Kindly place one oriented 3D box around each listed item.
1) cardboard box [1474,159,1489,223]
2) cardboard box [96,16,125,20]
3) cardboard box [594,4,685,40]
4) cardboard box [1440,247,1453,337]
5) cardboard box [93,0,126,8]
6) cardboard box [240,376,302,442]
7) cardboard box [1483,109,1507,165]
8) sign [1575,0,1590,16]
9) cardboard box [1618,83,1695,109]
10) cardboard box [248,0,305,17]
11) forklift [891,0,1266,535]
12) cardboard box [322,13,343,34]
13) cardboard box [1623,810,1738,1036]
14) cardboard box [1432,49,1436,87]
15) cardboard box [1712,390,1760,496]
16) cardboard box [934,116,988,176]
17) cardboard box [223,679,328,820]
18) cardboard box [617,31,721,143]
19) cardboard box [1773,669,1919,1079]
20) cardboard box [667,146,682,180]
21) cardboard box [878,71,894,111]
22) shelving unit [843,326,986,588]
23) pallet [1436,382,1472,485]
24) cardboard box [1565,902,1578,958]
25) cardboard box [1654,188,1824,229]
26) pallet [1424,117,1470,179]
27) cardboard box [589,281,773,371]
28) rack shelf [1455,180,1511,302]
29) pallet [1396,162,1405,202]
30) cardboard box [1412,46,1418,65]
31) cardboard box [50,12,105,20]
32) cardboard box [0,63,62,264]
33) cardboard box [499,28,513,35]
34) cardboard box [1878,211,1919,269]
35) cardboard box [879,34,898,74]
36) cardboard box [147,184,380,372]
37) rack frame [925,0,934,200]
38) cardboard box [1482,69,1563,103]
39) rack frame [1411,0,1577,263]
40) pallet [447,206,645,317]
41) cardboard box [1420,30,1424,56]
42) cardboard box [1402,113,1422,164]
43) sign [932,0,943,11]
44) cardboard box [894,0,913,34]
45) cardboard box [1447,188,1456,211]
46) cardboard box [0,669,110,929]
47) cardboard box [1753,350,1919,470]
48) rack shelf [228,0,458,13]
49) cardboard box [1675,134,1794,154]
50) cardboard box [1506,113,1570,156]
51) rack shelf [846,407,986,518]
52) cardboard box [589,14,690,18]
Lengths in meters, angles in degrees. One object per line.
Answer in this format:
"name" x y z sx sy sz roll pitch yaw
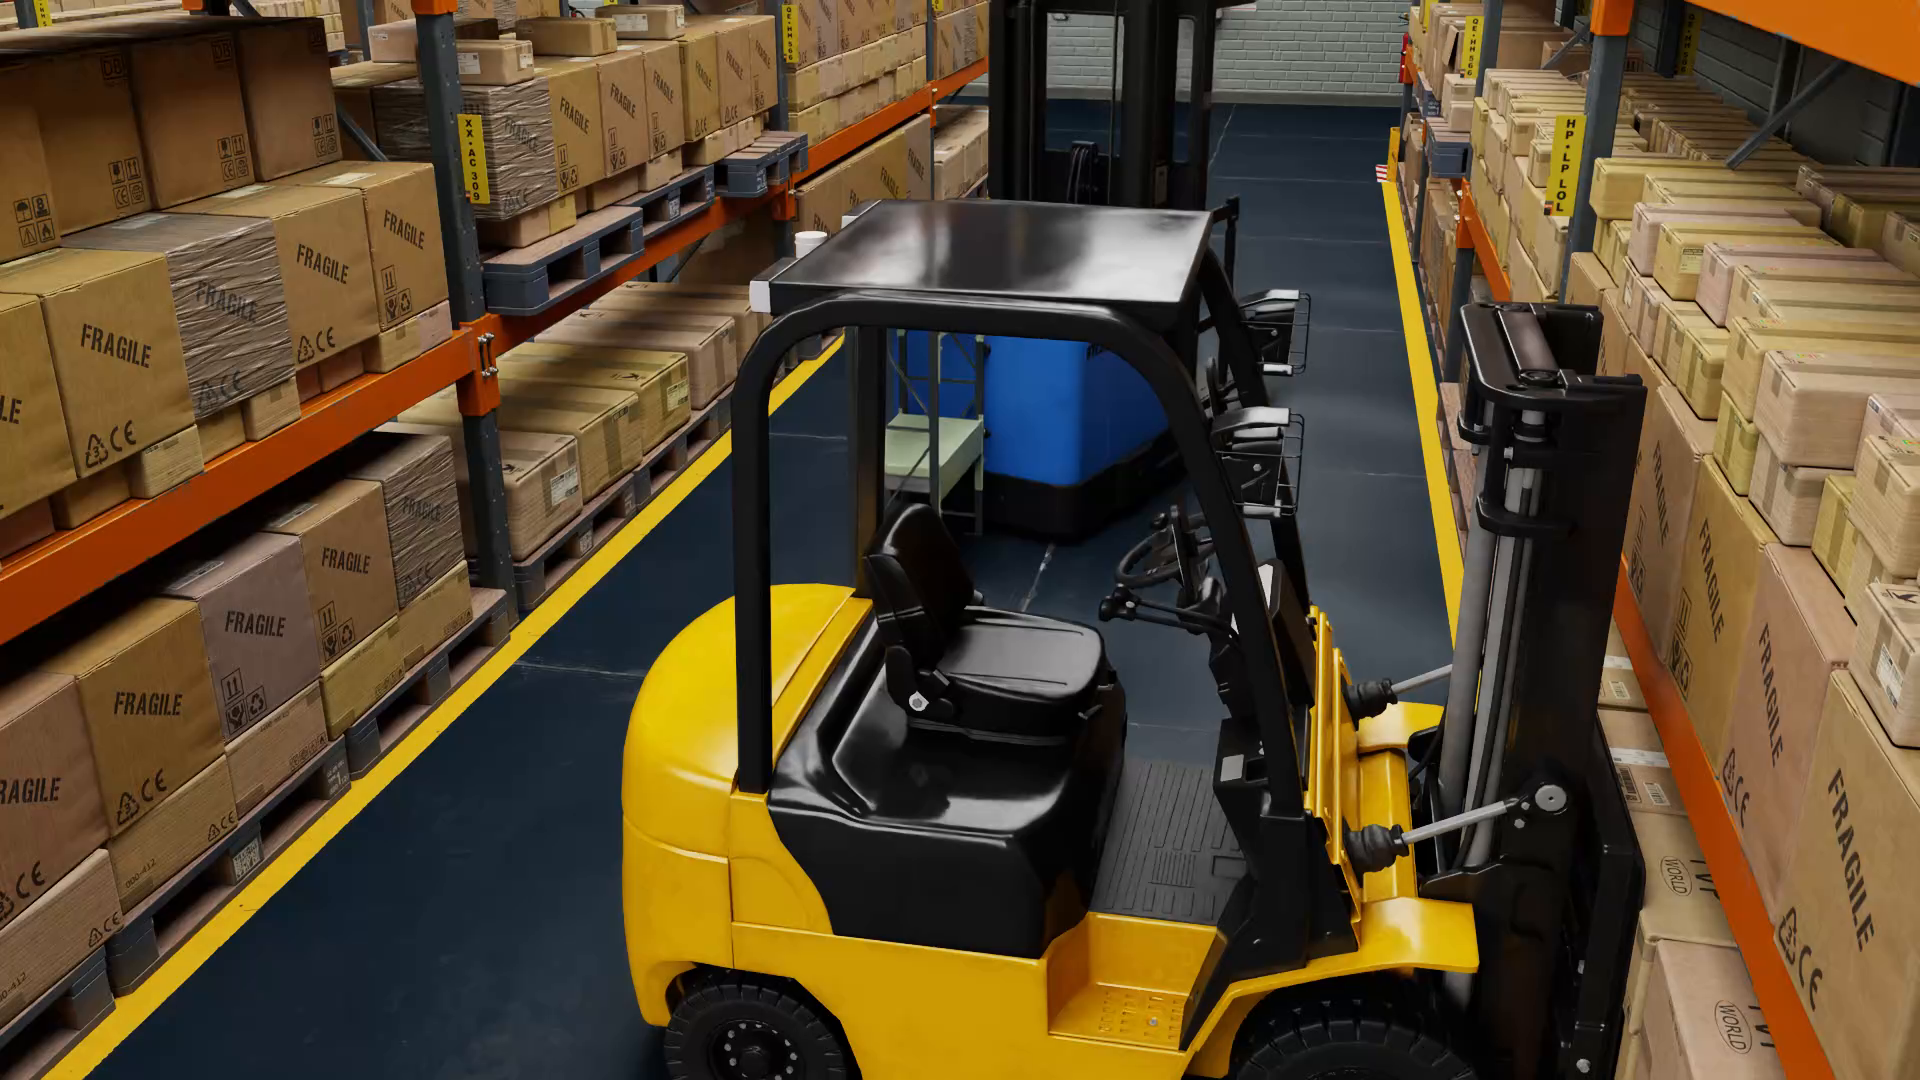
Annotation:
"cardboard box" 2.888 -1.747 8.377 0.500 0.250 0.500 4 22 10
"cardboard box" -5.957 -3.654 11.890 0.380 0.149 0.250 4 22 9
"cardboard box" -1.593 -2.581 8.285 0.380 0.149 0.250 3 22 8
"cardboard box" 3.313 -1.532 10.427 0.500 0.500 0.500 4 22 10
"cardboard box" -9.548 -5.888 18.260 0.500 0.250 0.500 4 22 10
"cardboard box" -2.323 -0.429 5.239 0.380 0.149 0.250 4 22 10
"cardboard box" 2.892 -1.980 8.285 0.500 0.250 0.500 5 23 13
"sign" 4.685 -4.103 12.476 0.100 0.325 0.005 4 22 11
"cardboard box" 3.400 -2.162 8.206 0.380 0.149 0.250 4 22 11
"cardboard box" -5.585 -4.324 13.553 0.380 0.149 0.250 4 22 9
"forklift" 0.857 -1.885 8.611 1.130 2.935 3.031 13 25 29
"cardboard box" -5.473 -4.380 14.089 0.380 0.149 0.250 5 23 13
"cardboard box" 1.673 0.834 3.547 0.500 0.250 0.500 5 22 12
"cardboard box" 3.482 -3.260 11.552 0.396 0.266 0.258 6 23 14
"cardboard box" 1.727 -0.185 3.294 0.380 0.149 0.250 5 22 11
"cardboard box" -0.118 -3.869 16.312 0.875 0.438 0.875 5 22 12
"cardboard box" -2.416 0.640 5.367 0.500 0.250 0.500 5 22 12
"cardboard box" -1.552 -2.338 8.549 0.500 0.500 0.500 3 22 7
"cardboard box" 1.536 0.536 2.375 0.500 0.500 0.500 4 22 10
"cardboard box" -1.610 -1.889 8.302 0.380 0.149 0.250 4 22 9
"cardboard box" -0.790 -3.362 12.386 0.500 0.250 0.500 4 22 9
"shelving unit" -0.186 -0.602 7.340 0.431 1.500 0.755 6 23 15
"pallet" 3.119 -0.552 8.942 1.003 0.211 1.213 4 22 11
"cardboard box" 1.785 1.112 4.197 0.500 0.250 0.500 5 23 13
"cardboard box" 2.145 -0.876 4.613 0.380 0.149 0.250 4 22 10
"pallet" 3.394 -2.308 9.826 1.213 0.211 1.003 4 22 11
"cardboard box" -1.660 -1.291 9.999 0.950 0.372 0.625 3 22 7
"rack shelf" 2.917 -1.079 7.480 1.077 0.370 4.000 4 22 11
"pallet" 4.780 -3.457 16.154 1.003 0.211 1.213 4 22 11
"cardboard box" 4.310 -4.386 15.066 0.380 0.149 0.250 4 22 9
"cardboard box" -6.538 -3.803 12.259 0.380 0.149 0.250 4 22 11
"cardboard box" -2.925 -0.997 4.445 0.700 0.500 0.500 4 22 11
"cardboard box" -4.795 -5.160 16.986 0.380 0.149 0.250 3 22 9
"cardboard box" 2.617 -0.744 4.285 0.380 0.149 0.250 4 22 10
"cardboard box" -0.766 -3.593 12.291 0.500 0.250 0.500 5 22 12
"cardboard box" -2.297 -0.872 5.472 0.500 0.500 0.500 5 23 13
"rack frame" -0.719 -3.984 13.730 1.000 3.000 0.127 4 22 11
"cardboard box" 2.971 -2.397 8.788 0.380 0.149 0.250 5 22 12
"rack frame" 4.141 -3.607 12.794 1.000 3.000 0.127 4 22 11
"pallet" -2.053 -1.237 7.168 1.003 0.211 1.213 4 22 11
"cardboard box" 4.209 -4.246 14.183 0.500 0.250 0.500 4 22 11
"cardboard box" 4.740 -3.890 16.277 0.797 0.503 0.637 4 22 9
"sign" -0.186 -4.446 13.435 0.100 0.325 0.005 4 22 11
"cardboard box" -0.663 -4.122 12.600 0.500 0.500 0.500 5 22 12
"cardboard box" 3.602 -2.350 11.588 0.380 0.149 0.250 5 23 13
"cardboard box" -2.626 0.663 4.306 0.500 0.500 0.500 4 22 9
"cardboard box" 1.674 -0.230 3.009 0.380 0.149 0.250 5 22 12
"rack shelf" -1.943 -2.847 7.856 1.077 0.370 4.000 4 22 11
"cardboard box" 3.056 -1.510 6.585 0.380 0.149 0.250 4 22 11
"cardboard box" 2.571 -1.743 7.163 0.380 0.149 0.250 4 22 9
"rack shelf" -0.186 -0.299 7.462 0.431 0.370 0.720 6 23 15
"cardboard box" -1.854 -2.753 9.580 0.500 0.500 0.500 4 22 9
